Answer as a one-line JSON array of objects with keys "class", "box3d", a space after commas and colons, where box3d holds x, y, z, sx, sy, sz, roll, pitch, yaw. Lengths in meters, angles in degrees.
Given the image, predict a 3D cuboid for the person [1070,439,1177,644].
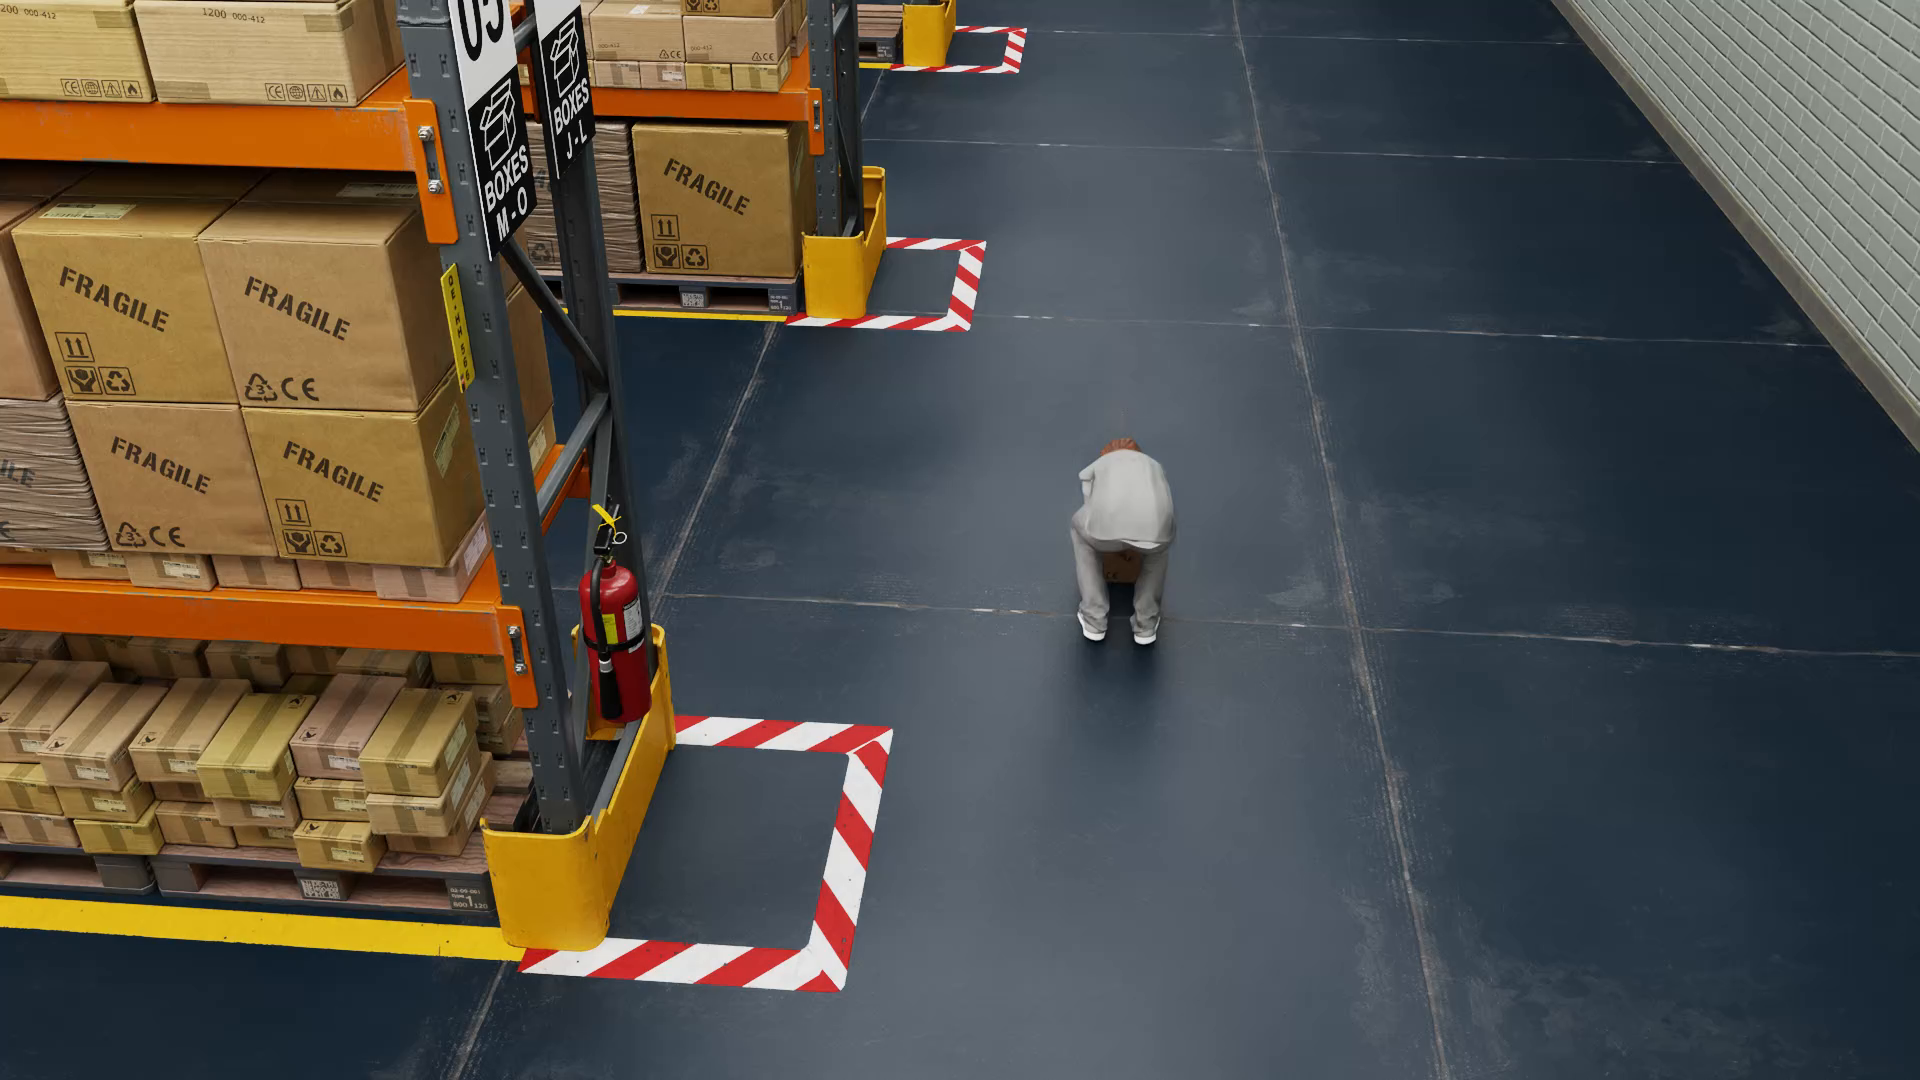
[{"class": "person", "box3d": [0.678, -0.031, 6.957, 0.432, 0.807, 0.864, 1, 32, 2]}]
